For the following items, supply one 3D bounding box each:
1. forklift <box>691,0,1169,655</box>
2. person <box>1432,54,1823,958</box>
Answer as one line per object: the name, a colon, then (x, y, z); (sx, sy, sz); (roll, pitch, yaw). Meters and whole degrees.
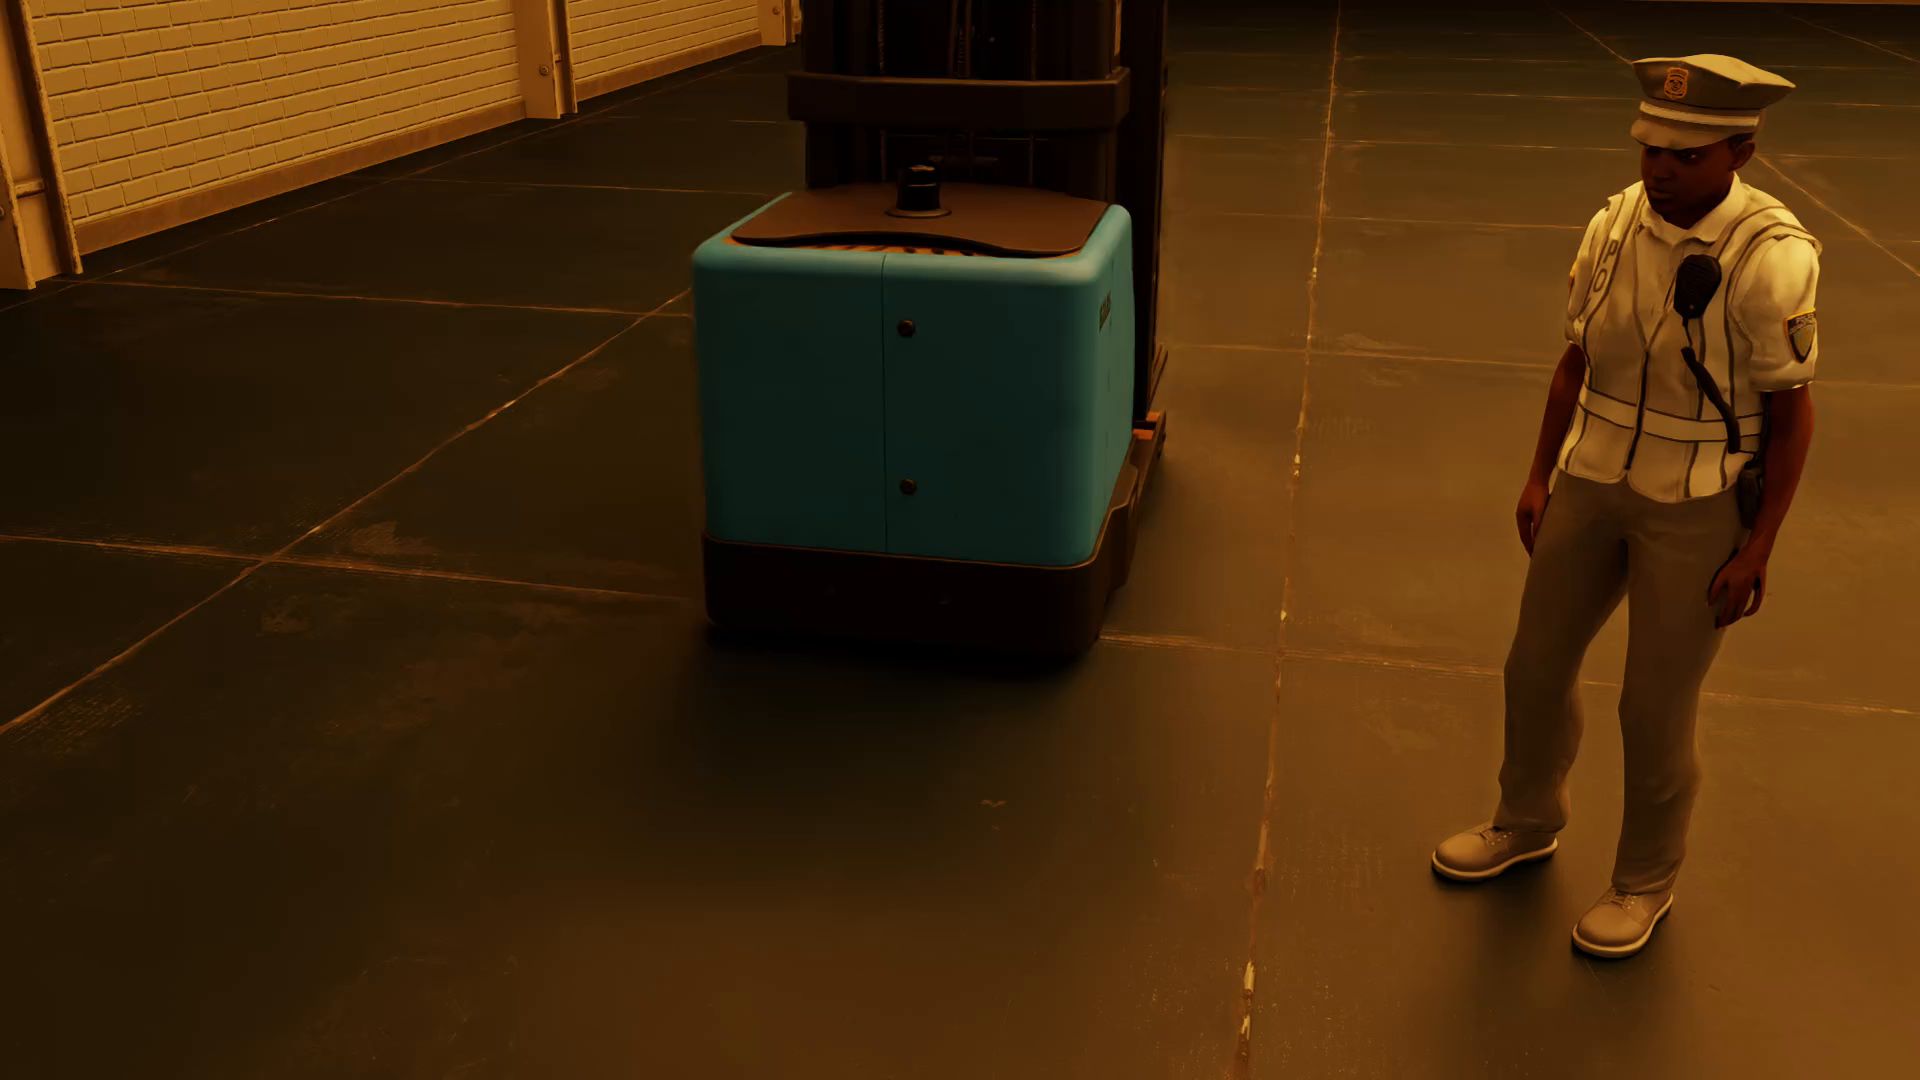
forklift: (0.115, -1.589, 5.164); (1.130, 2.935, 3.031); (4, 23, 11)
person: (1.249, -0.044, 3.067); (0.389, 1.655, 0.516); (-16, 27, -34)
